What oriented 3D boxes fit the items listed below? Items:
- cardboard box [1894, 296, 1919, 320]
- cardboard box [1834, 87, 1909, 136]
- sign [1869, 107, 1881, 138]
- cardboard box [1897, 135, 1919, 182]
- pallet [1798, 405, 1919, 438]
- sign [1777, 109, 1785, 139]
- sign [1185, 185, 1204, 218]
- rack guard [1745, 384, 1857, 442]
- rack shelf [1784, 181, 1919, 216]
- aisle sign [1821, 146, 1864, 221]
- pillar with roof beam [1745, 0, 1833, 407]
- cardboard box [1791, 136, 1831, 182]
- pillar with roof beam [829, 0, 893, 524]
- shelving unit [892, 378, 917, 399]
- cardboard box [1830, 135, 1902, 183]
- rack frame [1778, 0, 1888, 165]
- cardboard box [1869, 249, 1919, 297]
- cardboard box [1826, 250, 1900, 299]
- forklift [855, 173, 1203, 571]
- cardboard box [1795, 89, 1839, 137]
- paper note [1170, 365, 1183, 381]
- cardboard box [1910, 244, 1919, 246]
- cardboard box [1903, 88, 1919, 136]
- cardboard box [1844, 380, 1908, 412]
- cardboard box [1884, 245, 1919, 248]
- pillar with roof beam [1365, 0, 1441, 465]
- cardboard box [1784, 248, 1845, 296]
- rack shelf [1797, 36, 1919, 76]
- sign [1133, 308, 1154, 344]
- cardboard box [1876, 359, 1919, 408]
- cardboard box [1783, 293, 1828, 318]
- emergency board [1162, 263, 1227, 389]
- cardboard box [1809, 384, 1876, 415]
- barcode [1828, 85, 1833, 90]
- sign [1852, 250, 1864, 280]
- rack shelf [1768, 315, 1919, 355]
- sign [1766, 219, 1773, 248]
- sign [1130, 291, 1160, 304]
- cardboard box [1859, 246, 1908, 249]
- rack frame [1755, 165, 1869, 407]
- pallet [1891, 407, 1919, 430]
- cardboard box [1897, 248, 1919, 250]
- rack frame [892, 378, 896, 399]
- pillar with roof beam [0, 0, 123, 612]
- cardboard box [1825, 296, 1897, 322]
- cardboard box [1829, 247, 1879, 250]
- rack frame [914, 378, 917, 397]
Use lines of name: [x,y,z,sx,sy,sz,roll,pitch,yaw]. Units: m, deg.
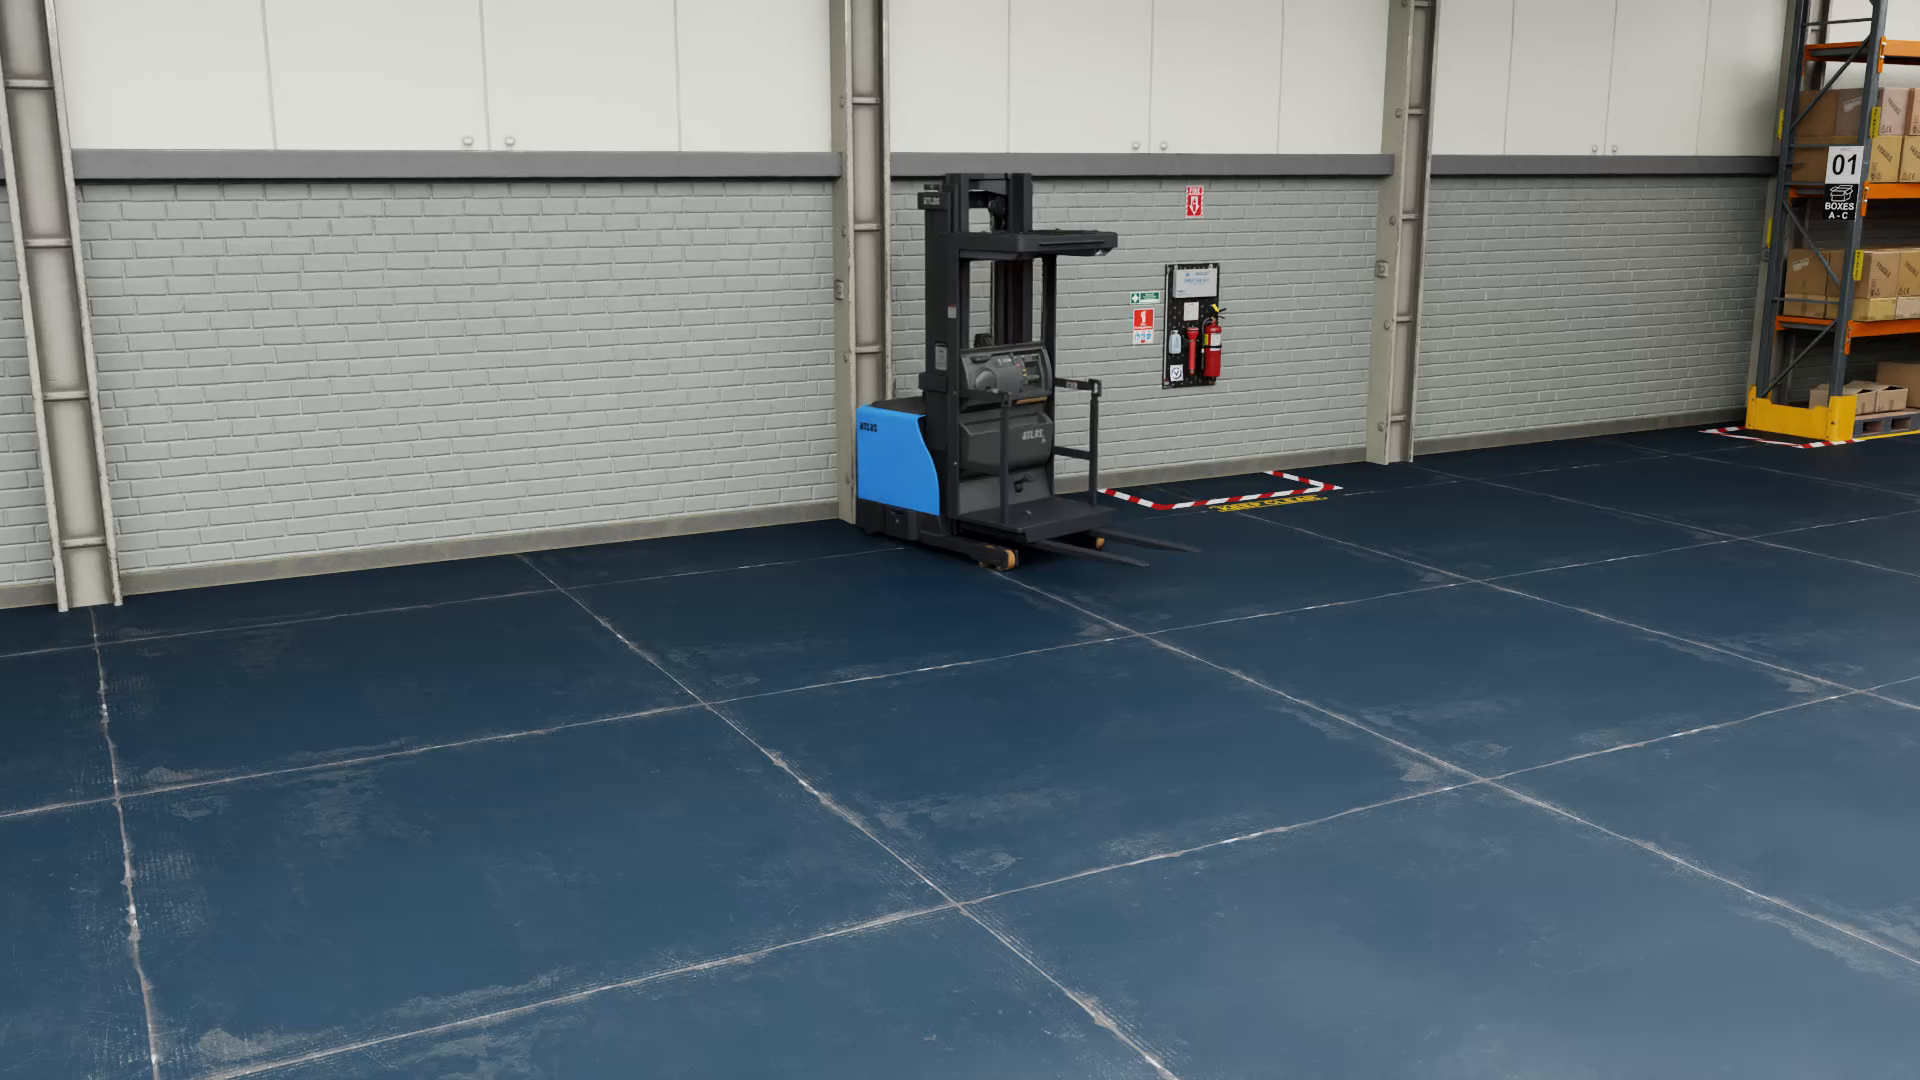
cardboard box: [10.542,-2.658,18.883,0.500,0.250,0.500,-7,15,-30]
cardboard box: [9.967,-4.677,18.178,0.500,0.500,0.500,-8,15,-32]
sign: [9.772,-4.459,17.768,0.005,0.325,0.100,-7,14,-28]
cardboard box: [10.414,-4.232,18.478,0.500,0.500,0.500,-6,14,-24]
pallet: [10.309,-1.400,19.349,1.213,0.211,1.003,-7,14,-28]
sign: [9.264,-4.678,18.716,0.005,0.325,0.100,-7,14,-28]
sign: [2.204,-3.180,15.626,0.199,0.298,0.001,-7,14,-28]
rack guard: [9.579,-1.462,18.968,0.348,0.500,1.175,-7,14,-28]
rack shelf: [11.268,-3.997,19.342,4.000,0.370,1.077,-7,14,-28]
aisle sign: [9.593,-3.877,18.082,0.004,0.787,0.394,-7,14,-28]
pillar with roof beam: [11.775,-5.011,15.381,0.400,9.000,9.100,-7,14,-28]
cardboard box: [9.757,-4.288,18.727,0.500,0.500,0.500,-6,14,-24]
pillar with roof beam: [1.242,-3.749,9.771,0.400,9.000,9.100,-7,14,-28]
shelving unit: [-0.473,-0.783,14.356,0.189,1.200,0.258,1,13,3]
cardboard box: [9.925,-4.183,18.258,0.500,0.500,0.500,-6,14,-26]
rack frame: [9.512,-5.601,17.999,0.127,3.000,1.000,-7,14,-28]
cardboard box: [10.514,-3.019,18.778,0.500,0.500,0.500,-7,14,-28]
cardboard box: [10.075,-2.968,18.556,0.500,0.500,0.500,-7,14,-28]
forklift: [0.510,-1.322,12.810,1.130,2.935,3.031,-12,17,-42]
cardboard box: [9.765,-4.779,18.631,0.500,0.500,0.500,-6,14,-25]
paper note: [2.070,-1.595,15.872,0.142,0.148,0.016,-7,14,-28]
cardboard box: [11.615,-3.283,19.952,0.500,0.500,0.500,-6,14,-26]
cardboard box: [10.431,-4.720,18.369,0.500,0.500,0.500,-7,14,-29]
cardboard box: [10.663,-1.692,19.418,0.500,0.311,0.500,-6,14,-23]
cardboard box: [11.164,-3.226,19.700,0.500,0.500,0.500,-7,14,-27]
pillar with roof beam: [6.508,-4.380,12.576,0.400,9.000,9.100,-7,14,-28]
cardboard box: [9.824,-3.067,18.992,0.500,0.500,0.500,-7,14,-28]
rack shelf: [11.268,-5.458,19.013,4.000,0.370,1.077,-7,14,-28]
sign: [1.724,-2.009,15.624,0.234,0.329,0.001,-7,14,-28]
cardboard box: [11.331,-1.852,19.697,0.500,0.500,0.700,-8,15,-31]
cardboard box: [9.830,-2.697,19.057,0.500,0.250,0.500,-7,14,-27]
emergency board: [2.258,-2.030,15.799,0.643,1.169,0.194,-7,14,-28]
cardboard box: [10.163,-1.632,19.151,0.500,0.311,0.500,-9,15,-34]
barcode: [9.896,-5.137,18.902,0.075,0.075,0.001,-7,14,-28]
sign: [9.772,-2.992,18.098,0.005,0.325,0.100,-7,14,-28]
rack shelf: [11.268,-2.533,19.672,4.000,0.370,1.077,-7,14,-28]
sign: [9.264,-3.502,18.981,0.005,0.325,0.100,-7,14,-28]
sign: [1.732,-2.267,15.561,0.331,0.109,0.001,-7,14,-28]
cardboard box: [10.722,-3.173,19.464,0.500,0.500,0.500,-7,15,-29]
rack frame: [9.512,-2.674,18.658,0.127,3.000,1.000,-7,14,-28]
pallet: [11.378,-1.527,19.915,1.213,0.211,1.003,-7,14,-28]
cardboard box: [10.970,-3.072,19.014,0.500,0.500,0.500,-7,15,-30]
rack frame: [-0.564,-0.785,14.362,0.006,1.200,0.240,1,13,3]
pillar with roof beam: [-4.024,-3.118,6.967,0.400,9.000,9.100,-7,14,-28]
cardboard box: [10.093,-2.600,18.628,0.500,0.250,0.500,-7,15,-29]
cardboard box: [10.271,-3.118,19.219,0.500,0.500,0.500,-7,14,-27]
rack frame: [-0.382,-0.782,14.351,0.006,1.200,0.240,1,13,3]
